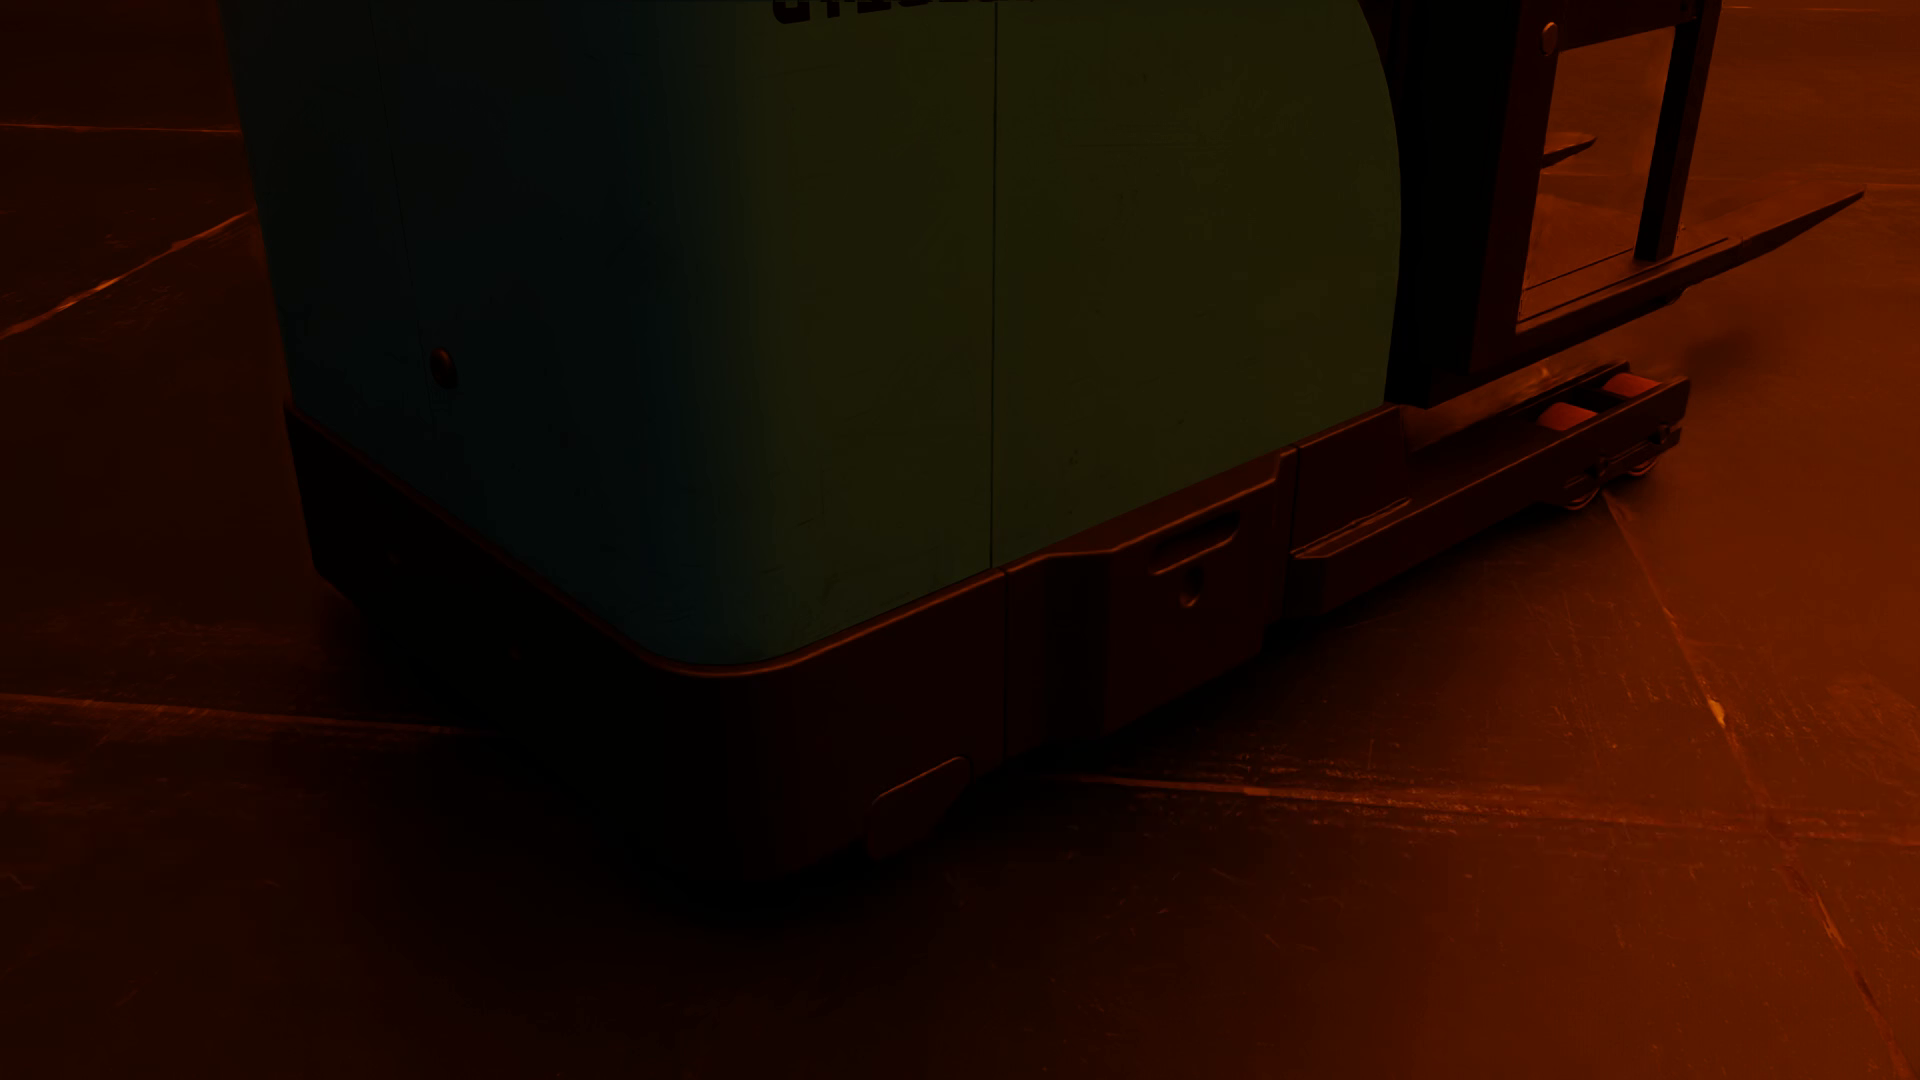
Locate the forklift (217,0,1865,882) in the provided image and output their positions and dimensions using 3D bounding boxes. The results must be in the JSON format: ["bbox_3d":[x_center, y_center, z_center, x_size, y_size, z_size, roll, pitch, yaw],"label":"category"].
[{"bbox_3d":[0.545,-1.512,2.247,3.031,2.935,1.130,-22,34,-37],"label":"forklift"}]
